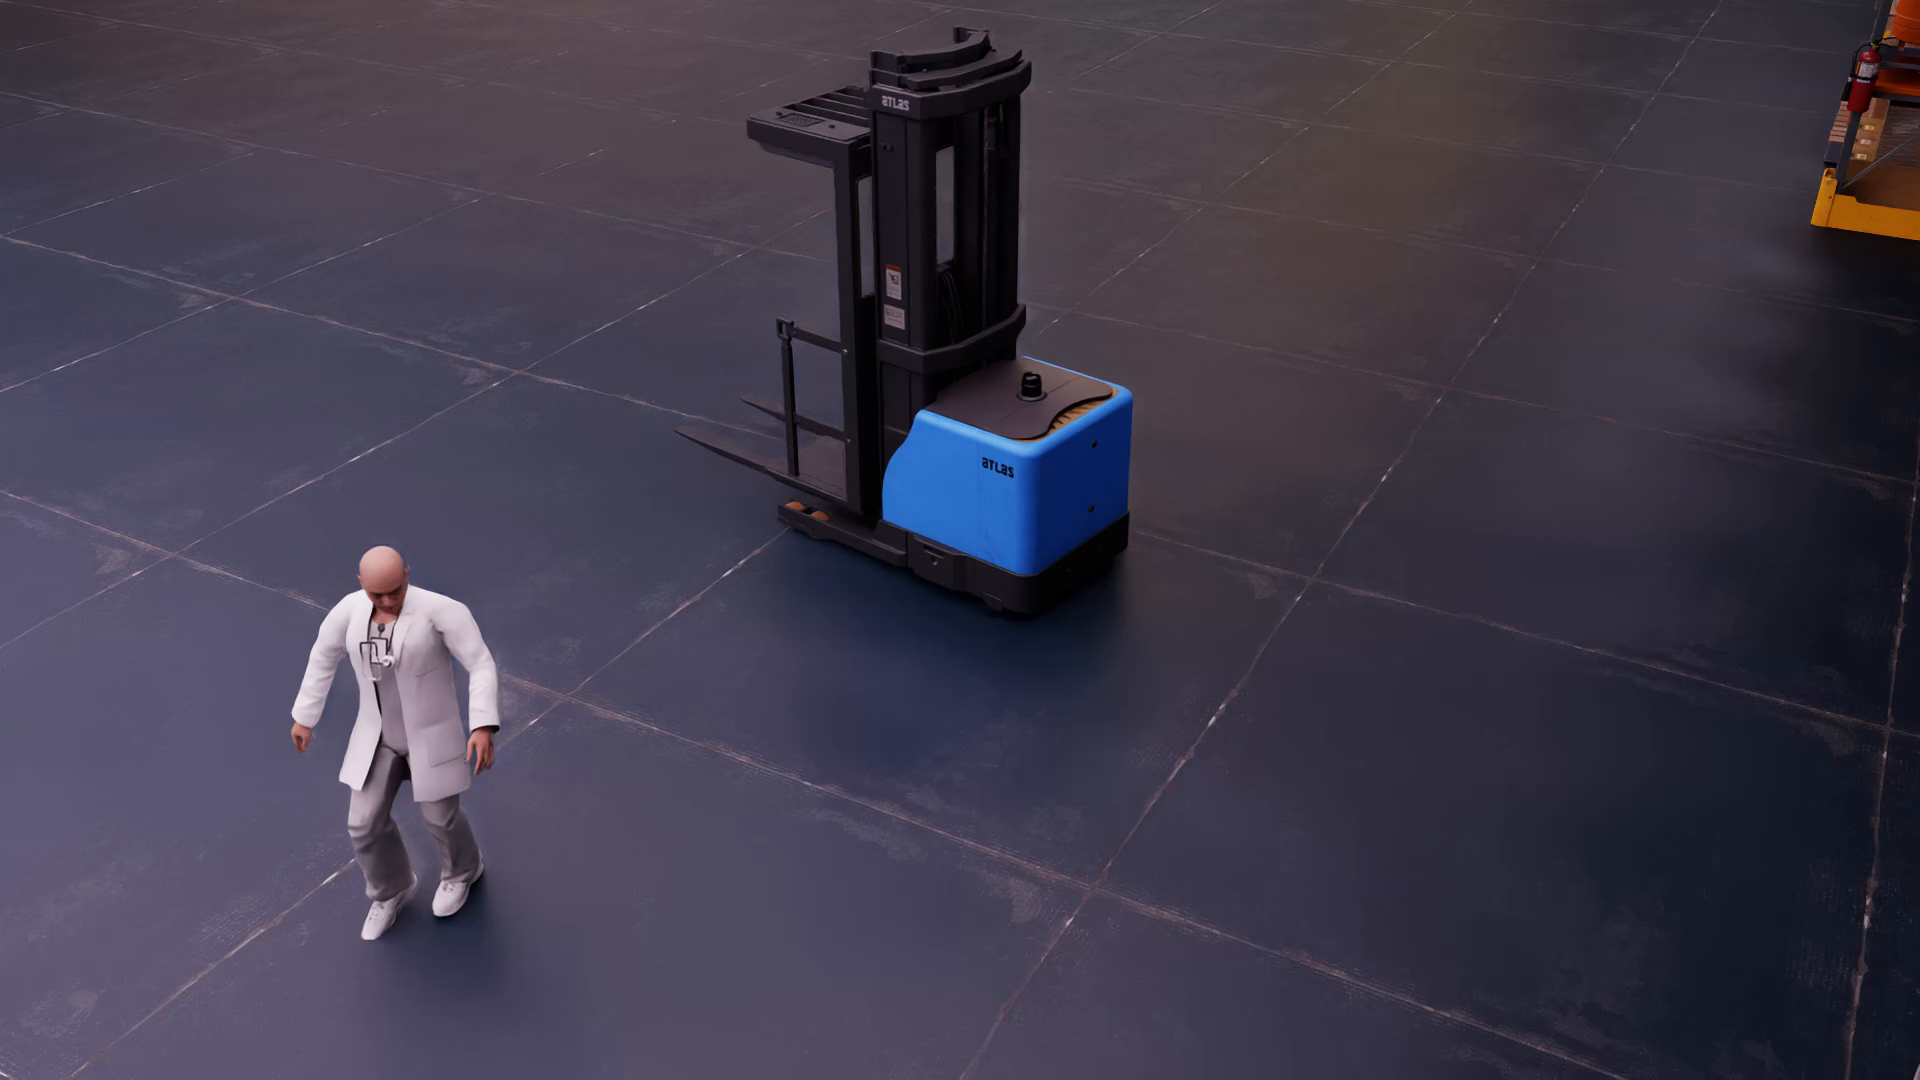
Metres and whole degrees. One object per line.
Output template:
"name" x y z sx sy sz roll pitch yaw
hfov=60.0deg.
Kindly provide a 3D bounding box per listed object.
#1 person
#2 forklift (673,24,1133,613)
"person" -2.281 0.854 6.826 0.994 1.808 0.556 6 30 10
"forklift" -0.479 -1.459 9.598 3.031 2.935 1.130 22 36 33
